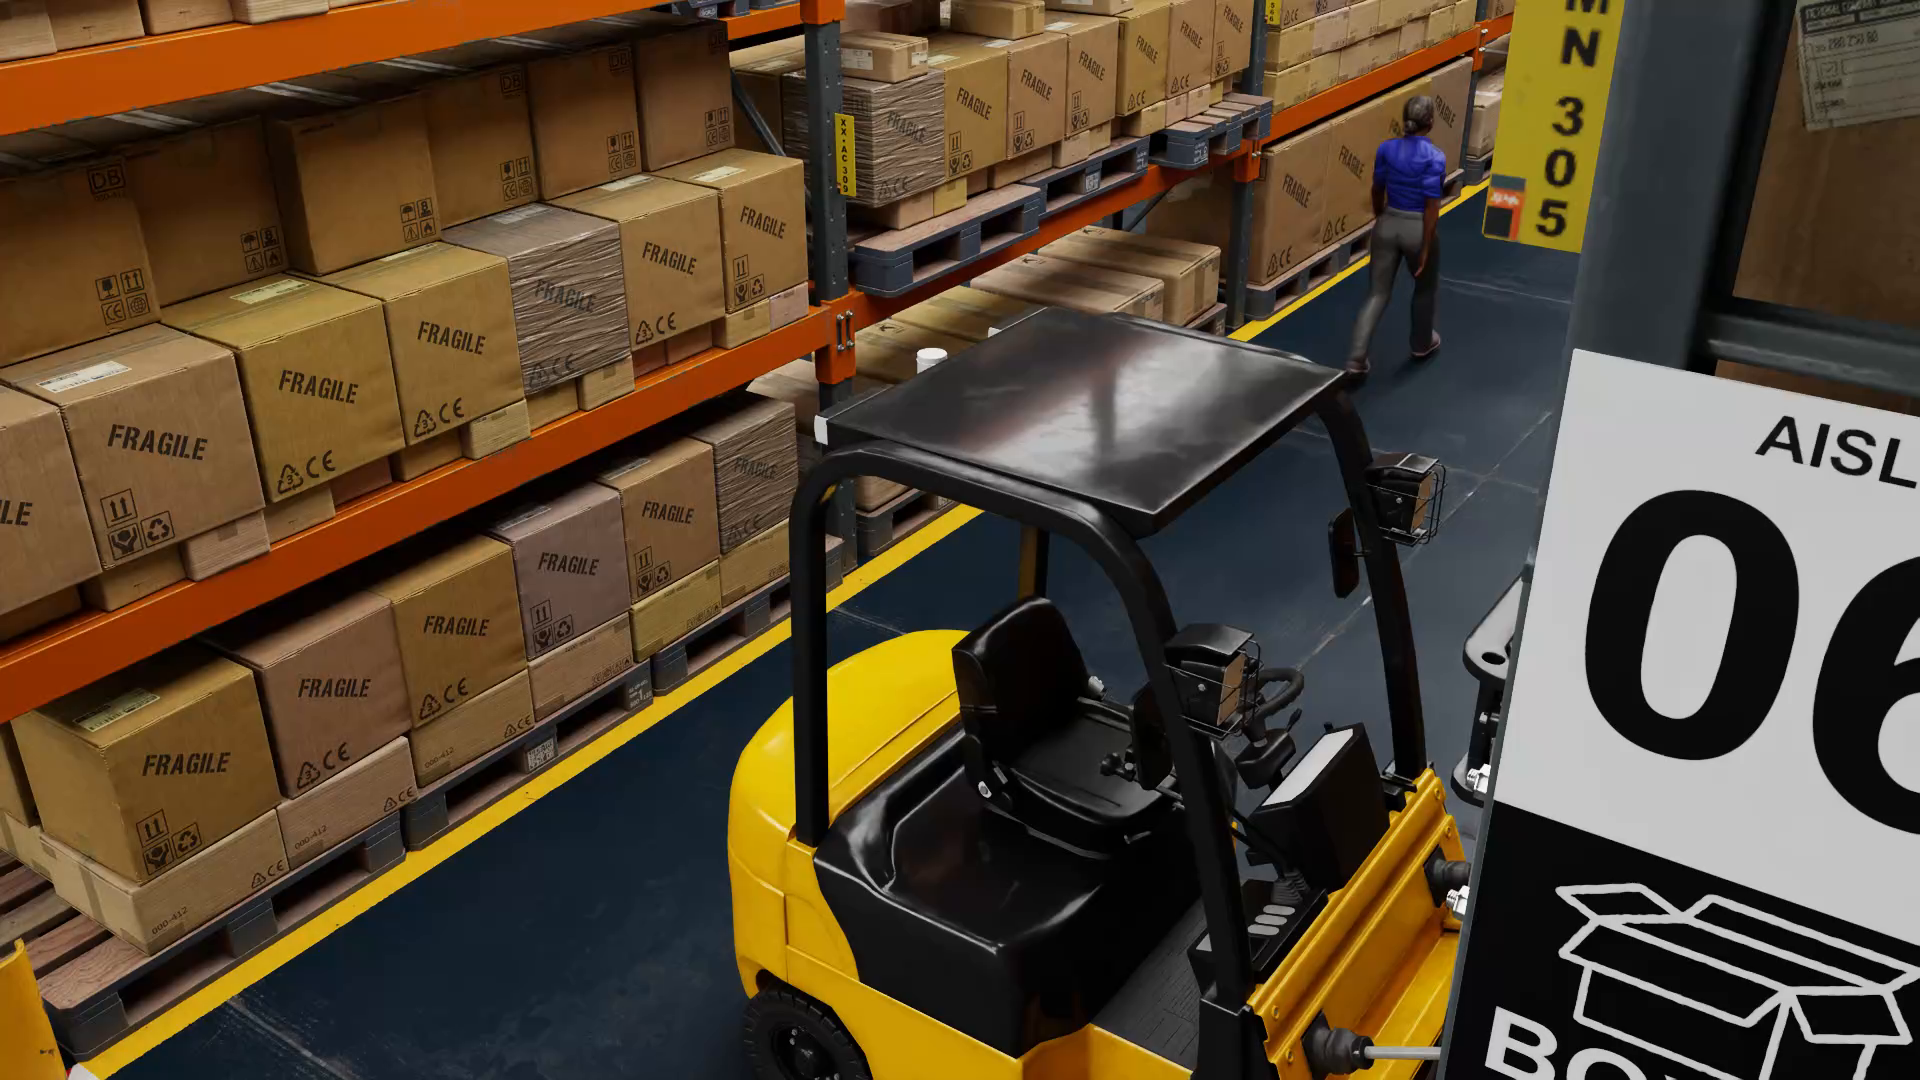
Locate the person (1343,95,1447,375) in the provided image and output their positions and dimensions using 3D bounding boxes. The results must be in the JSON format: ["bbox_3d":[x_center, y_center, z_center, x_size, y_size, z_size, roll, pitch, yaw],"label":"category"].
[{"bbox_3d":[2.556,-1.765,9.565,0.457,1.600,0.989,18,32,31],"label":"person"}]
